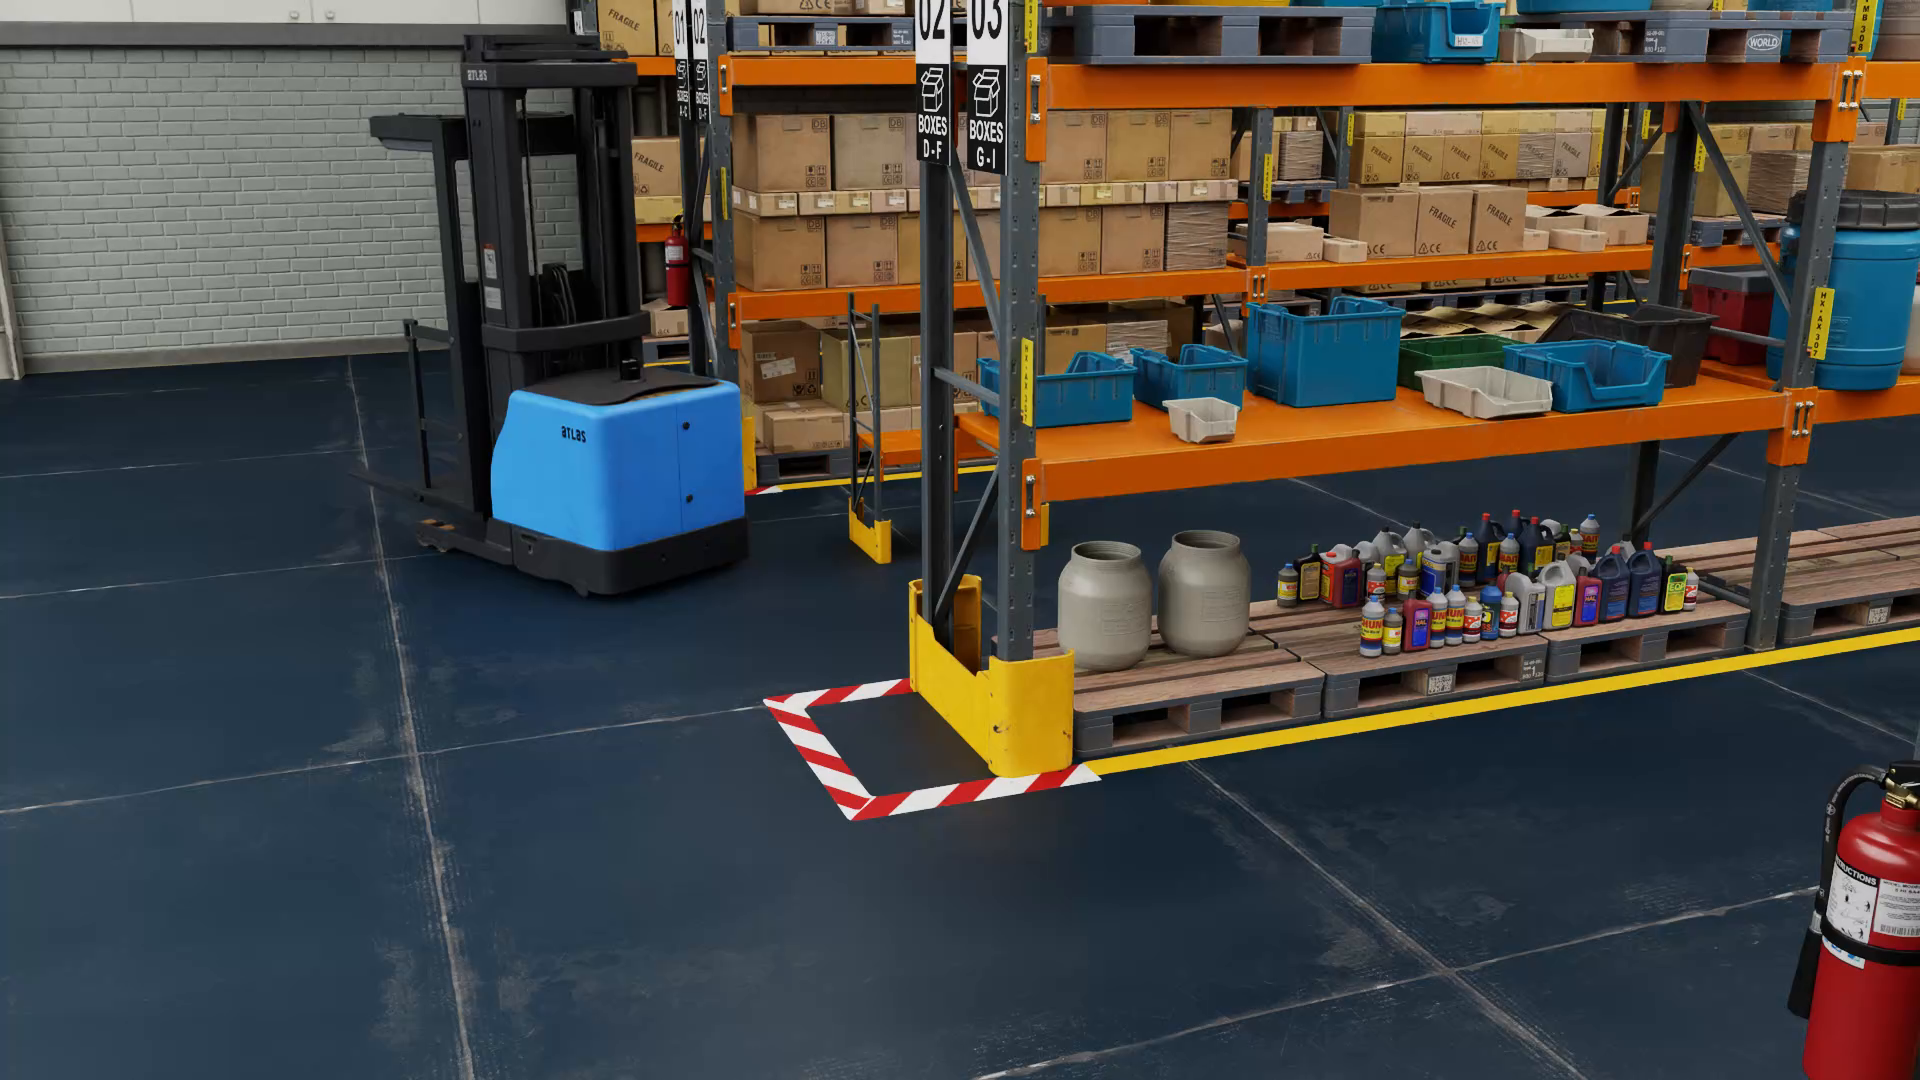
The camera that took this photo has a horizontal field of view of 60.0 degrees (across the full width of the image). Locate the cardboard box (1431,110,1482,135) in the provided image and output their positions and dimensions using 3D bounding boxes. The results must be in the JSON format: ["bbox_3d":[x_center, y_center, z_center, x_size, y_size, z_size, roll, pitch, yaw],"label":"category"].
[{"bbox_3d":[5.471,-4.670,18.606,0.500,0.250,0.500,-6,17,-20],"label":"cardboard box"}]

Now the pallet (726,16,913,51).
[{"bbox_3d":[-1.037,-3.378,11.111,1.213,0.211,1.003,-6,17,-20],"label":"pallet"}]

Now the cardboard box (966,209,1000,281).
[{"bbox_3d":[0.178,-2.165,11.970,0.500,0.500,0.700,-6,17,-18],"label":"cardboard box"}]

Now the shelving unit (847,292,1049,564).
[{"bbox_3d":[-0.071,-0.712,9.861,1.083,1.500,0.587,-6,17,-20],"label":"shelving unit"}]

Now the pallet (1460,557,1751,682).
[{"bbox_3d":[3.155,0.378,8.435,1.213,0.211,1.003,-6,17,-20],"label":"pallet"}]

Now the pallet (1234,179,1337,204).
[{"bbox_3d":[3.360,-3.834,18.172,1.003,0.211,1.213,-6,17,-20],"label":"pallet"}]

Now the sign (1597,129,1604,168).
[{"bbox_3d":[5.560,-3.383,14.379,0.005,0.325,0.100,-6,17,-20],"label":"sign"}]

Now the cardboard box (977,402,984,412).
[{"bbox_3d":[0.275,-0.945,12.128,0.500,0.250,0.500,-6,17,-20],"label":"cardboard box"}]

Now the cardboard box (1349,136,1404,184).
[{"bbox_3d":[4.533,-4.208,18.363,0.500,0.500,0.500,-6,17,-18],"label":"cardboard box"}]

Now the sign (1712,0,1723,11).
[{"bbox_3d":[5.954,-4.302,13.041,0.005,0.325,0.100,-6,17,-20],"label":"sign"}]

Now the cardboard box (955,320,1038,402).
[{"bbox_3d":[0.275,-1.305,12.021,0.500,0.500,0.500,-6,17,-20],"label":"cardboard box"}]

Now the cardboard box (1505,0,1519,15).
[{"bbox_3d":[4.339,-4.119,12.999,0.500,0.250,0.500,-7,18,-21],"label":"cardboard box"}]

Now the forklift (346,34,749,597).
[{"bbox_3d":[-2.646,-1.427,9.756,3.031,2.935,1.130,14,21,40],"label":"forklift"}]

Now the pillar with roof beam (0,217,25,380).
[{"bbox_3d":[-7.201,-4.659,9.991,0.400,9.000,9.100,-6,17,-20],"label":"pillar with roof beam"}]

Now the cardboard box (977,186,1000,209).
[{"bbox_3d":[0.172,-2.413,11.664,0.250,0.149,0.380,-6,17,-20],"label":"cardboard box"}]

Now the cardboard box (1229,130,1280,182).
[{"bbox_3d":[3.040,-4.172,18.022,0.500,0.500,0.700,-8,18,-25],"label":"cardboard box"}]

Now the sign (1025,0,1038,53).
[{"bbox_3d":[0.255,-1.911,5.944,0.005,0.325,0.100,-6,17,-20],"label":"sign"}]

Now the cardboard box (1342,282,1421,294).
[{"bbox_3d":[4.721,-3.236,18.863,0.750,0.750,0.750,-6,18,-21],"label":"cardboard box"}]

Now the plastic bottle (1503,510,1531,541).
[{"bbox_3d":[2.895,0.016,8.641,0.185,0.351,0.144,-6,17,-19],"label":"plastic bottle"}]

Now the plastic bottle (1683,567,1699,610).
[{"bbox_3d":[3.570,0.234,8.164,0.097,0.201,0.097,0,16,0],"label":"plastic bottle"}]

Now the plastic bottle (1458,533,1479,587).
[{"bbox_3d":[2.595,0.098,8.503,0.097,0.271,0.097,0,16,0],"label":"plastic bottle"}]

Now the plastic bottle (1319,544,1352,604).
[{"bbox_3d":[1.865,0.164,8.269,0.135,0.276,0.152,-6,17,-20],"label":"plastic bottle"}]

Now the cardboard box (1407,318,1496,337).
[{"bbox_3d":[3.938,-1.603,13.371,0.500,0.311,0.500,-6,17,-19],"label":"cardboard box"}]

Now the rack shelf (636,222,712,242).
[{"bbox_3d":[-1.615,-3.076,16.526,4.000,0.370,1.077,-6,17,-20],"label":"rack shelf"}]

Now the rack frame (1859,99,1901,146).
[{"bbox_3d":[11.458,-4.833,21.231,0.127,3.000,1.000,-6,17,-20],"label":"rack frame"}]

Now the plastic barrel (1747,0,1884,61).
[{"bbox_3d":[4.194,-2.804,8.111,0.708,0.901,0.600,-6,17,-20],"label":"plastic barrel"}]

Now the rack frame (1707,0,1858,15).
[{"bbox_3d":[3.797,-3.895,7.390,0.127,3.000,1.000,-6,17,-20],"label":"rack frame"}]

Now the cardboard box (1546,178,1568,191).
[{"bbox_3d":[6.797,-4.122,19.221,0.250,0.149,0.380,-6,17,-20],"label":"cardboard box"}]

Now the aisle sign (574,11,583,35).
[{"bbox_3d":[-3.443,-4.381,15.078,0.004,0.787,0.394,-6,17,-20],"label":"aisle sign"}]

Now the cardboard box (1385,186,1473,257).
[{"bbox_3d":[3.711,-2.545,13.262,0.500,0.500,0.500,-6,17,-20],"label":"cardboard box"}]

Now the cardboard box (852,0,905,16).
[{"bbox_3d":[-0.545,-3.576,11.081,0.250,0.149,0.380,-6,17,-20],"label":"cardboard box"}]

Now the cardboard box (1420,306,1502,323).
[{"bbox_3d":[4.205,-1.793,14.019,0.500,0.311,0.500,-7,18,-22],"label":"cardboard box"}]

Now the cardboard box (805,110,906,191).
[{"bbox_3d":[-0.728,-2.691,11.457,0.500,0.500,0.700,-7,18,-22],"label":"cardboard box"}]

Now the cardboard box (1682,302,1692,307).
[{"bbox_3d":[6.553,-1.891,14.869,0.500,0.500,0.500,-5,17,-18],"label":"cardboard box"}]

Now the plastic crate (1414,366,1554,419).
[{"bbox_3d":[2.372,-0.659,7.488,0.437,0.136,0.530,-6,17,-20],"label":"plastic crate"}]

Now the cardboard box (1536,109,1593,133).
[{"bbox_3d":[6.897,-4.826,19.137,0.500,0.250,0.500,-6,17,-19],"label":"cardboard box"}]

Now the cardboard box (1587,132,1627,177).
[{"bbox_3d":[7.382,-4.517,19.415,0.500,0.500,0.500,-6,18,-21],"label":"cardboard box"}]

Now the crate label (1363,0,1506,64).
[{"bbox_3d":[1.928,-2.083,6.807,0.408,0.251,0.502,-6,17,-20],"label":"crate label"}]

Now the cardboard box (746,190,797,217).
[{"bbox_3d":[-1.263,-2.259,11.137,0.250,0.149,0.380,-6,18,-20],"label":"cardboard box"}]

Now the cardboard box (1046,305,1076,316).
[{"bbox_3d":[0.549,-1.497,12.675,0.500,0.500,0.500,-6,17,-20],"label":"cardboard box"}]

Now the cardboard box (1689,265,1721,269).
[{"bbox_3d":[8.928,-3.530,20.486,0.500,0.500,0.700,-6,18,-21],"label":"cardboard box"}]

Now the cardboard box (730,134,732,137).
[{"bbox_3d":[-2.164,-3.722,16.348,0.500,0.500,0.500,-7,18,-22],"label":"cardboard box"}]

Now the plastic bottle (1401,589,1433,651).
[{"bbox_3d":[2.085,0.360,7.587,0.133,0.283,0.061,-6,17,-19],"label":"plastic bottle"}]

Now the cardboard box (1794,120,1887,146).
[{"bbox_3d":[10.985,-4.923,21.005,0.700,0.700,0.980,-5,17,-18],"label":"cardboard box"}]

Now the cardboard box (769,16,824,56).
[{"bbox_3d":[-1.591,-4.842,15.727,0.500,0.500,0.500,-5,17,-17],"label":"cardboard box"}]

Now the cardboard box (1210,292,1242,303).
[{"bbox_3d":[2.811,-2.930,18.408,0.500,0.500,0.700,-6,17,-20],"label":"cardboard box"}]

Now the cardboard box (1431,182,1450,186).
[{"bbox_3d":[5.325,-4.001,18.811,0.250,0.149,0.380,-6,17,-19],"label":"cardboard box"}]

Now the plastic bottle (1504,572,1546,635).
[{"bbox_3d":[2.665,0.288,7.849,0.135,0.276,0.152,-6,17,-19],"label":"plastic bottle"}]

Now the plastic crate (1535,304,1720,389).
[{"bbox_3d":[3.263,-0.967,8.178,0.504,0.338,0.767,-6,17,-20],"label":"plastic crate"}]

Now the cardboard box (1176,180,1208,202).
[{"bbox_3d":[1.619,-2.571,12.201,0.250,0.149,0.380,-7,18,-21],"label":"cardboard box"}]

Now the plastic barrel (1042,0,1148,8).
[{"bbox_3d":[0.470,-2.542,6.600,0.708,0.830,0.600,-6,17,-20],"label":"plastic barrel"}]

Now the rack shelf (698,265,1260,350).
[{"bbox_3d":[0.161,-1.773,12.089,4.000,0.370,1.077,-6,17,-20],"label":"rack shelf"}]
